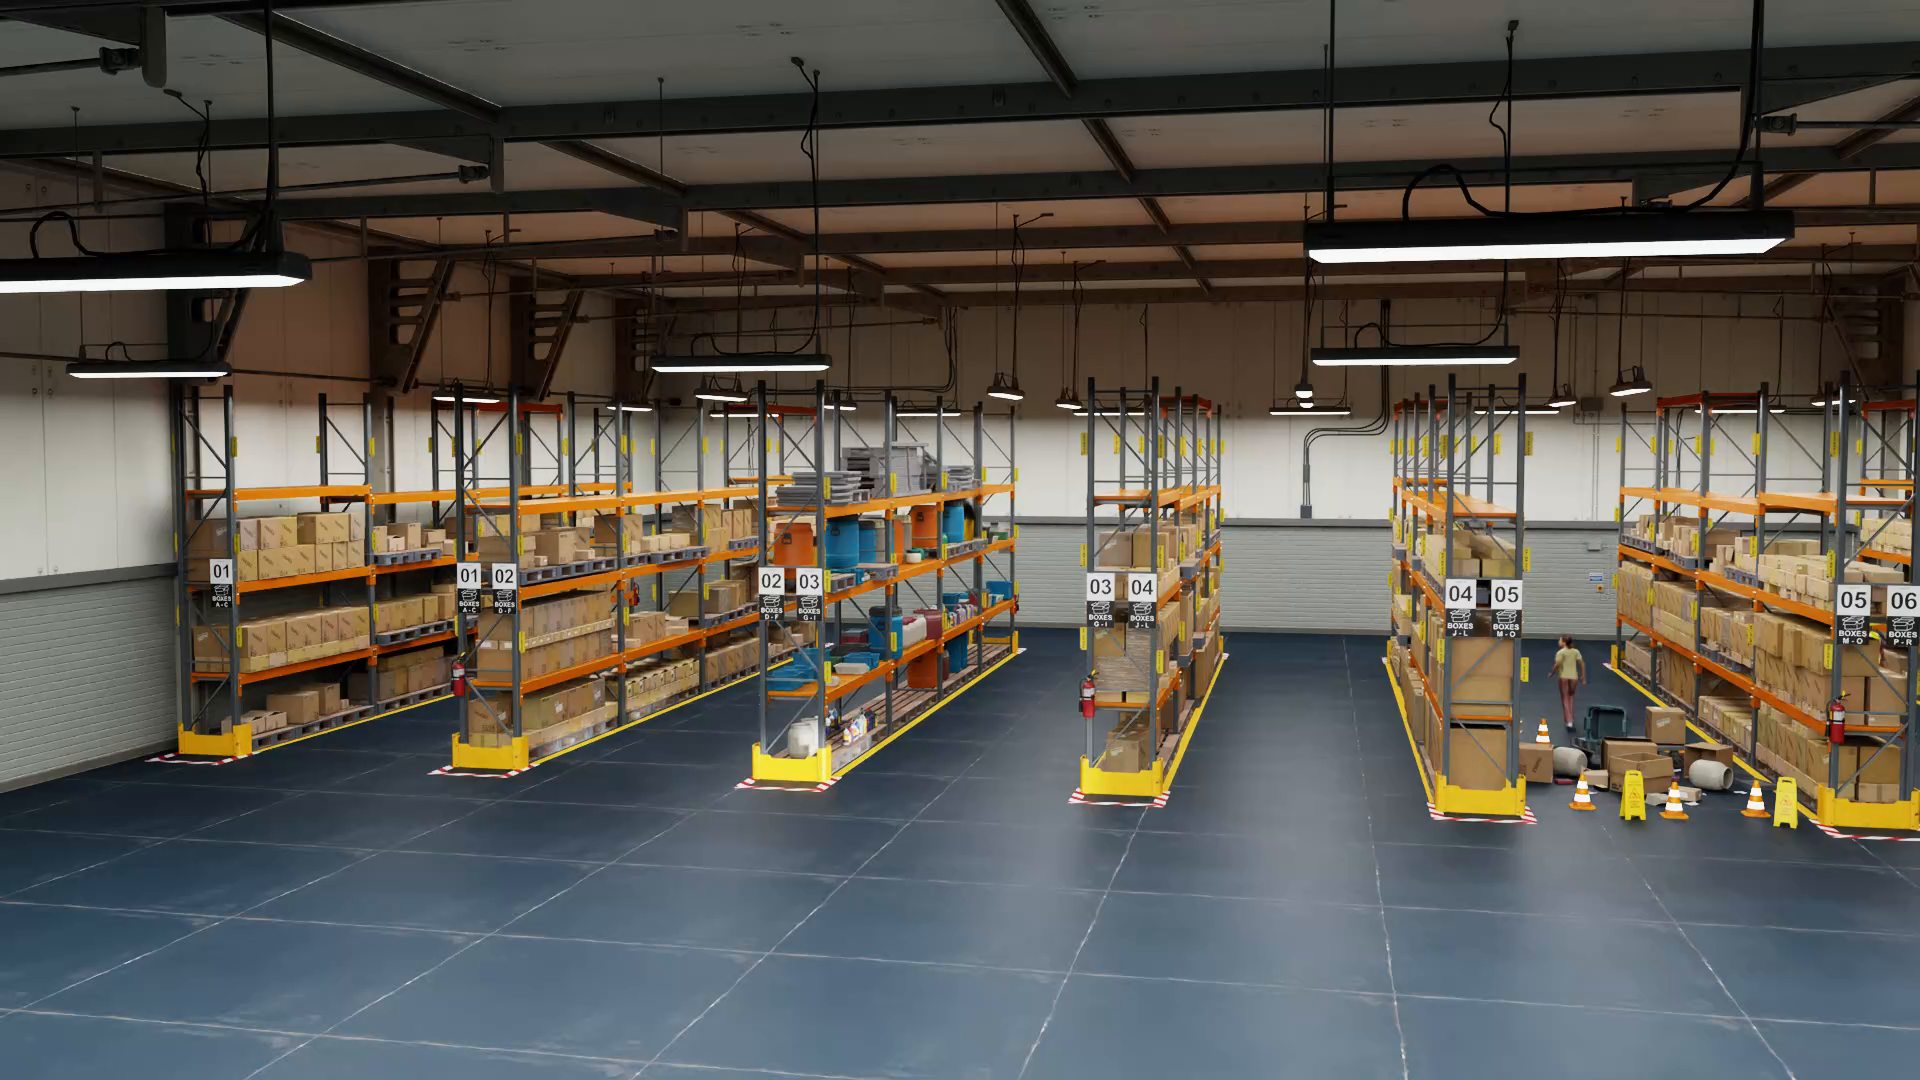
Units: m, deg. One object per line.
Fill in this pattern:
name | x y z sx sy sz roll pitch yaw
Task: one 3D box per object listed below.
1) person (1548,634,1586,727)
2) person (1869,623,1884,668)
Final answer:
person | 10.909 2.540 29.825 0.620 1.684 0.637 1 3 9
person | 17.219 2.365 31.635 0.779 1.767 0.798 0 3 0
